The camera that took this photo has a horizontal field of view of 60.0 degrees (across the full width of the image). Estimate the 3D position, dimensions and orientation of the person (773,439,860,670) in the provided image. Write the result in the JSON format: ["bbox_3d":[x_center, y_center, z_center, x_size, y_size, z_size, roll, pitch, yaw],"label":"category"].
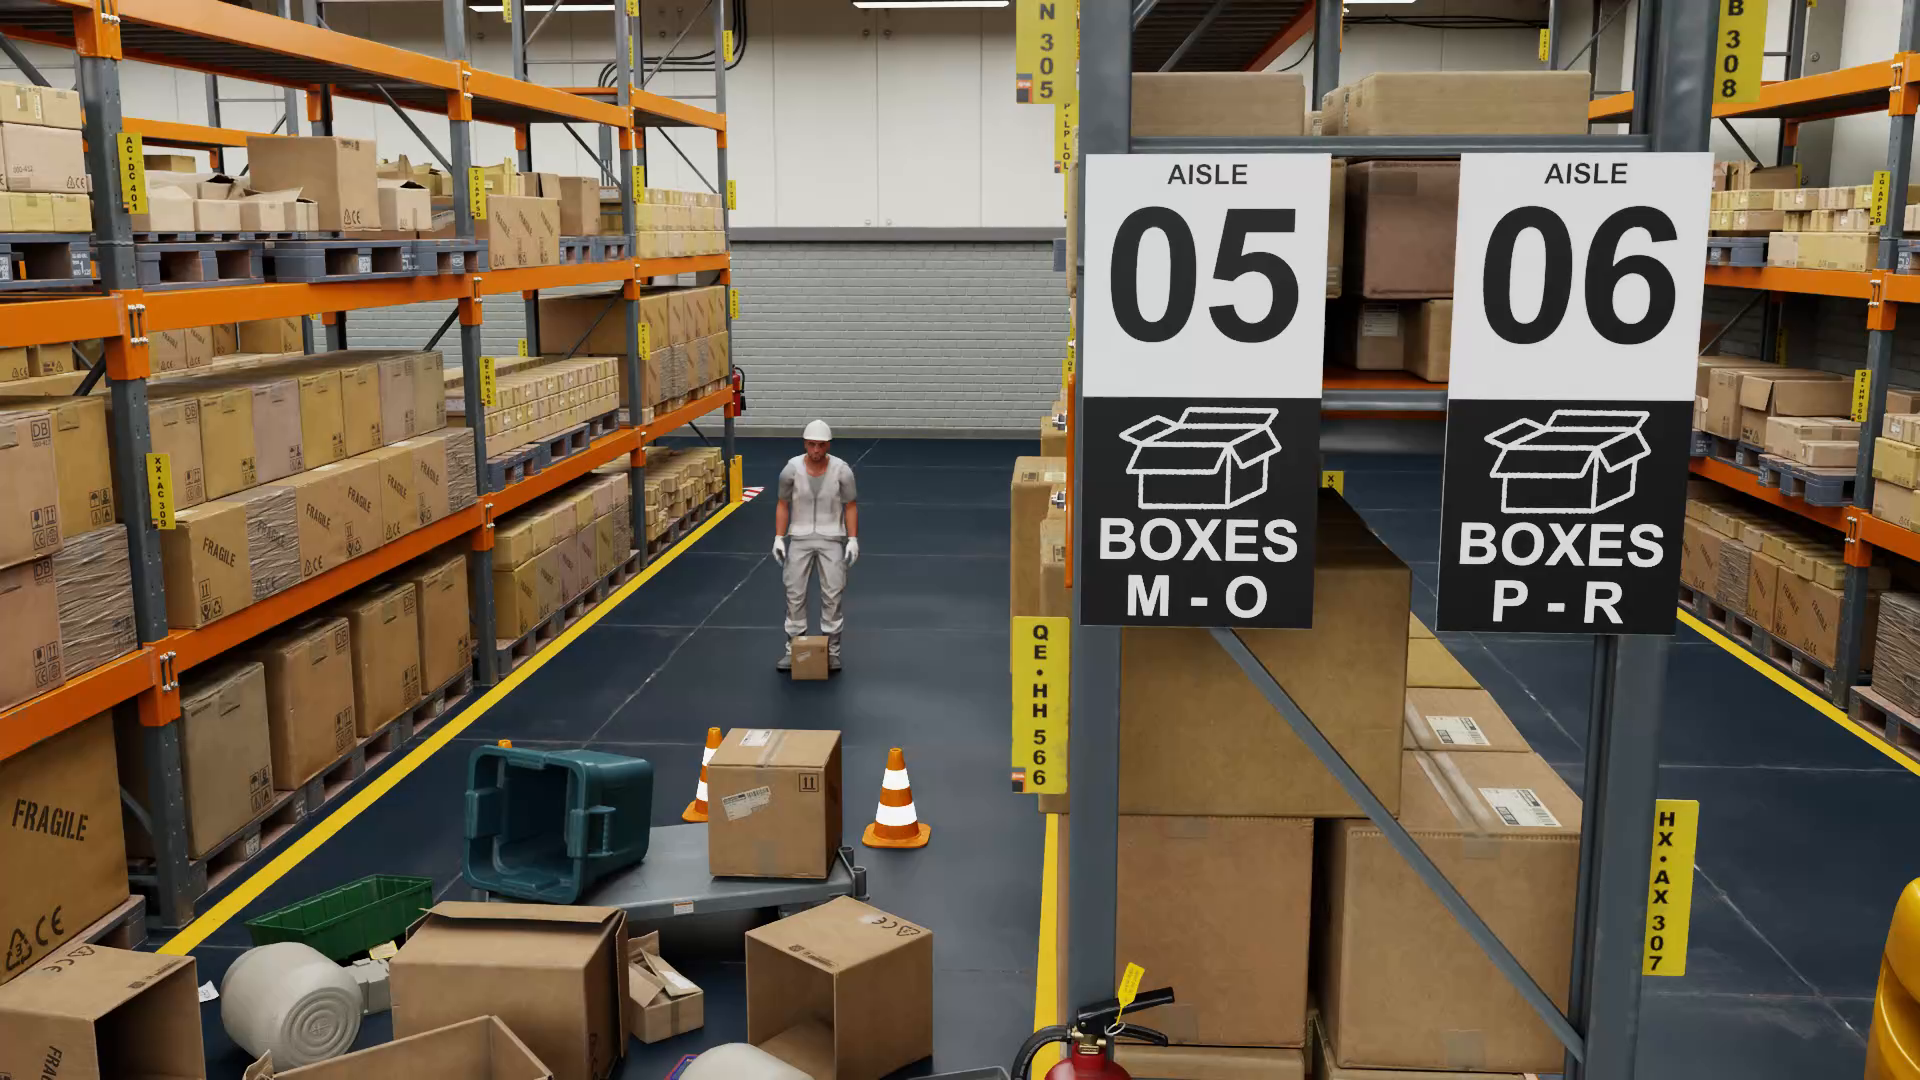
[{"bbox_3d":[-13.992,1.453,4.254,26.498,1.731,15.774,0,11,0],"label":"person"}]
